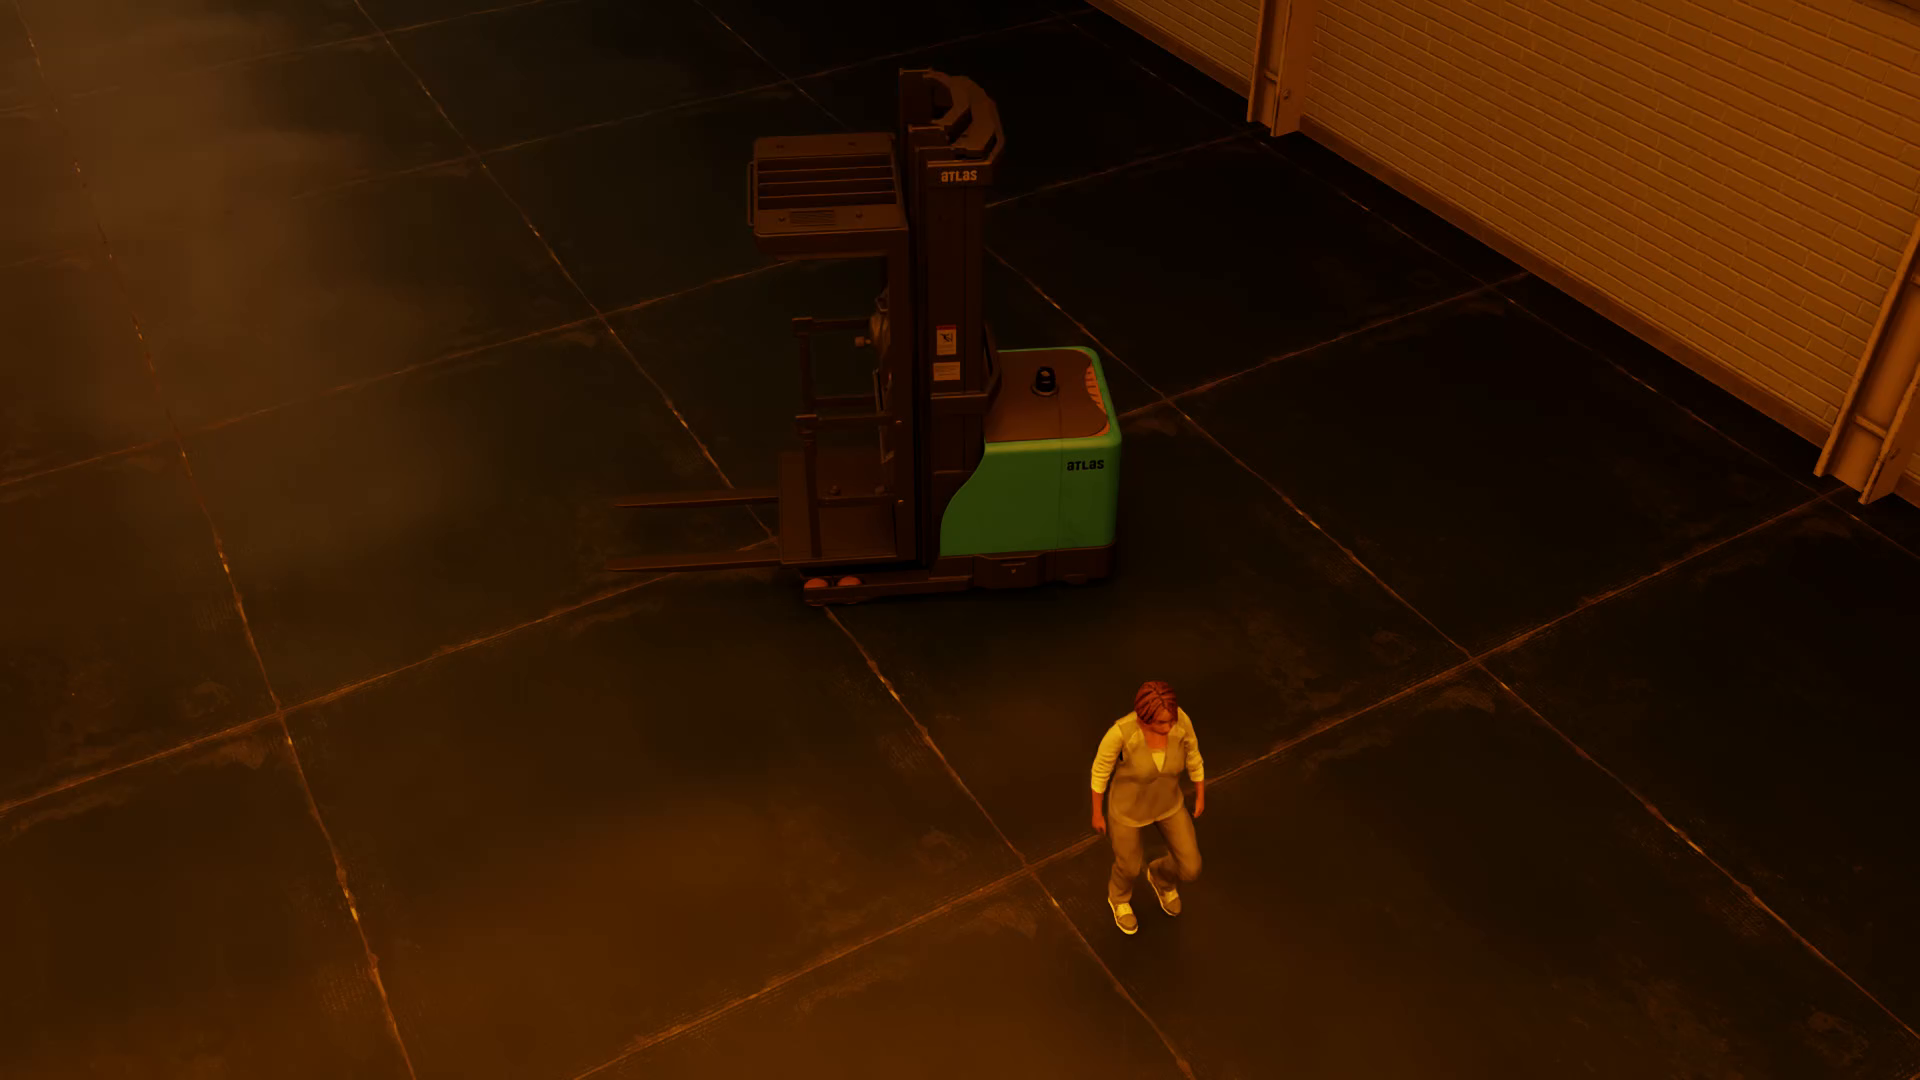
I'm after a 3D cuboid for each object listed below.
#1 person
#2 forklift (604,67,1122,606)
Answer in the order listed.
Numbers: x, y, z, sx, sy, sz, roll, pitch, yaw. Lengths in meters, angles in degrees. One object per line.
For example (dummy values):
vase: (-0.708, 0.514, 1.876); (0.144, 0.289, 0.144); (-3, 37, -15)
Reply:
person: (0.873, 1.249, 7.592); (0.534, 1.578, 0.427); (-11, 41, -13)
forklift: (-0.616, -1.090, 9.351); (3.031, 2.935, 1.130); (-4, 40, -4)
